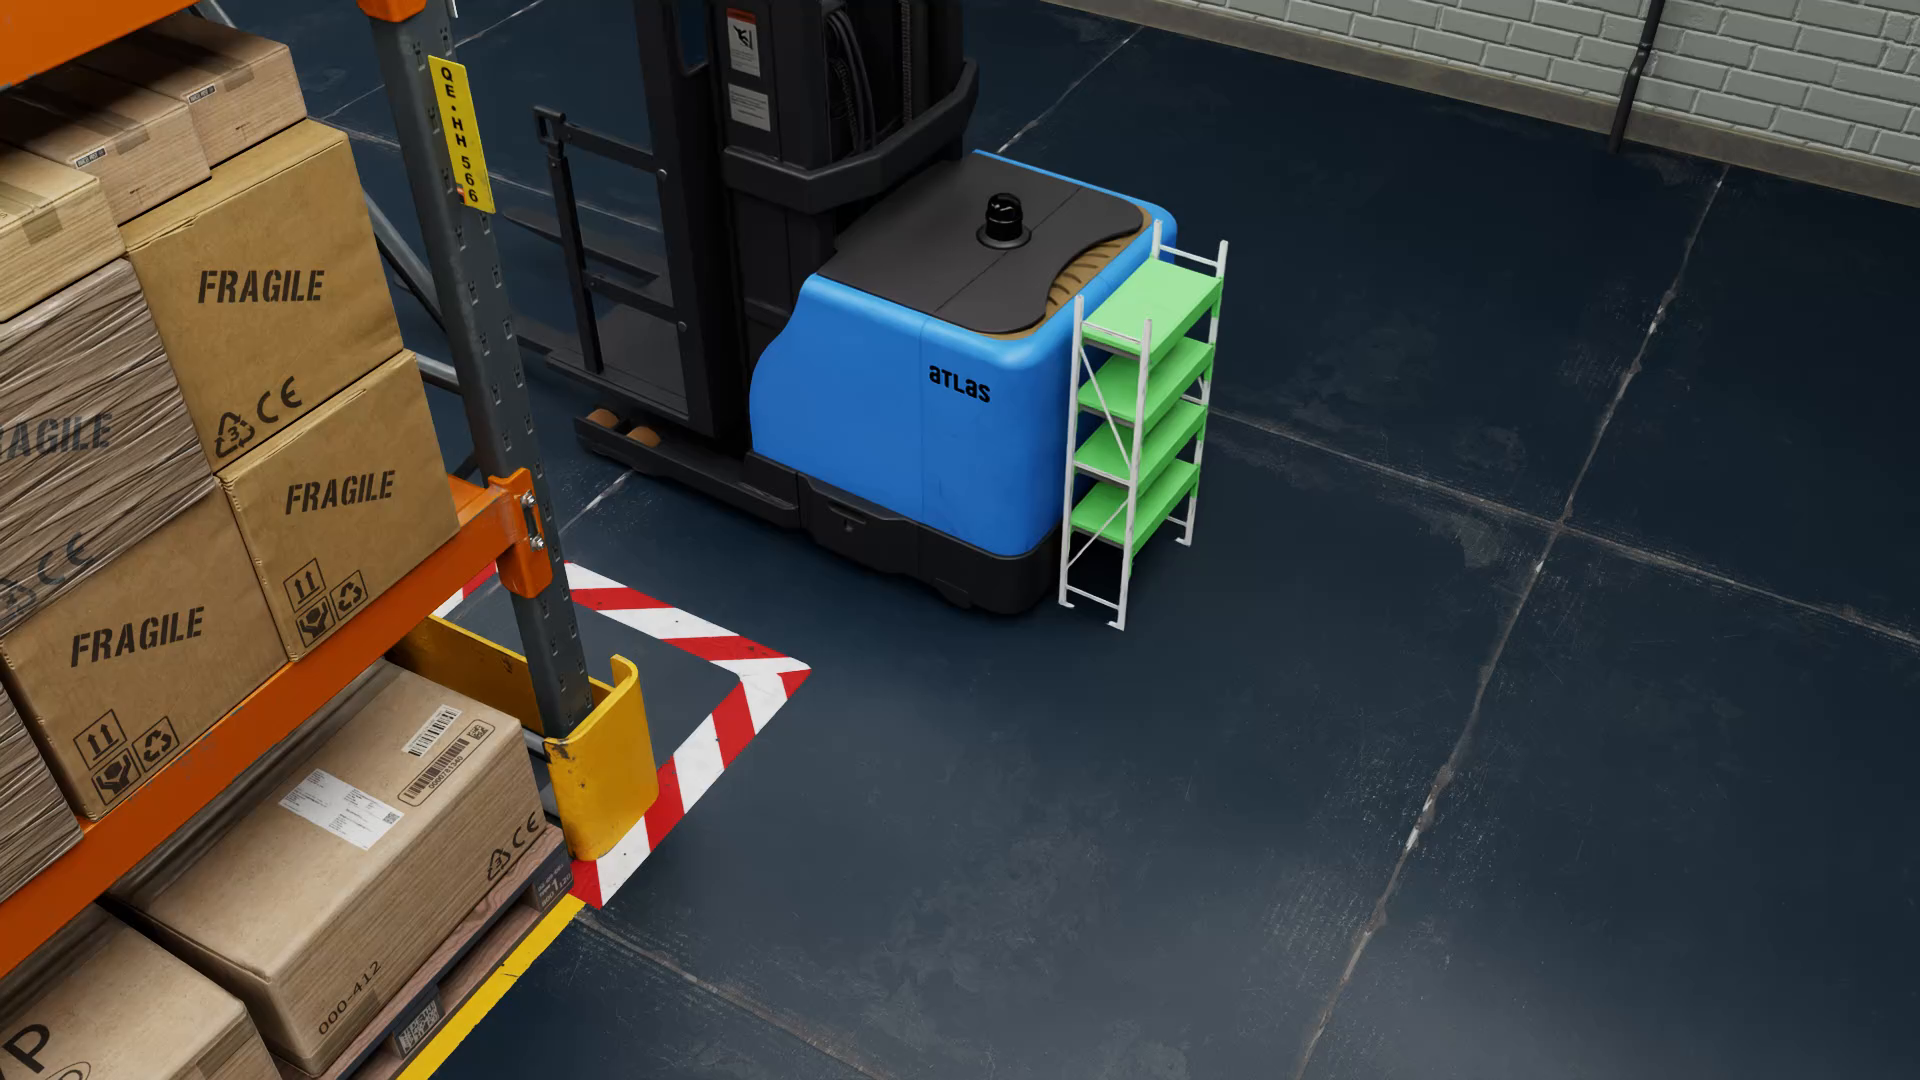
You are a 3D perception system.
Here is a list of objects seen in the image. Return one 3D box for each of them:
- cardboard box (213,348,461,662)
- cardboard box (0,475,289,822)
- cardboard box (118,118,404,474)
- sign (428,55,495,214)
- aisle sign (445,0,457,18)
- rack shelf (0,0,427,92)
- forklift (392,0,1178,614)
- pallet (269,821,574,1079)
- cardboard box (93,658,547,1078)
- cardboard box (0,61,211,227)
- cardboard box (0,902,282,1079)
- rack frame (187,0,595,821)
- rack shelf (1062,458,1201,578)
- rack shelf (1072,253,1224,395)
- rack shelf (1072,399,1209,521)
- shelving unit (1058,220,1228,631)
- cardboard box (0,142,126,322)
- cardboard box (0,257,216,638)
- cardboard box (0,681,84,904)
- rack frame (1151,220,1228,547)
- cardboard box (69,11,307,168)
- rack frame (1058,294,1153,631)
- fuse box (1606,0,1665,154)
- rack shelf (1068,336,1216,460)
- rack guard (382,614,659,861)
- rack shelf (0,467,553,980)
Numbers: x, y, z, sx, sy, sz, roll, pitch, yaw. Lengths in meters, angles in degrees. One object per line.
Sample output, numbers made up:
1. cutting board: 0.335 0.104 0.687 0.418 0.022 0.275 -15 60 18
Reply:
1. cardboard box: -1.479 -0.150 3.575 0.500 0.500 0.500 21 46 22
2. cardboard box: -1.743 0.132 3.255 0.500 0.500 0.500 20 45 21
3. cardboard box: -1.502 -0.534 3.255 0.500 0.500 0.500 22 46 23
4. sign: -1.004 -0.812 3.347 0.100 0.325 0.005 21 45 22
5. aisle sign: -1.162 -1.390 3.092 0.394 0.787 0.004 21 45 22
6. rack shelf: -2.468 -0.187 1.968 1.077 0.370 4.000 21 45 22
7. forklift: -0.802 -1.612 5.363 3.031 2.935 1.130 23 46 24
8. pallet: -1.799 1.054 4.394 1.003 0.211 1.213 21 45 22
9. cardboard box: -1.710 0.739 4.263 0.875 0.438 0.875 19 45 21
10. cardboard box: -1.579 -0.708 2.961 0.380 0.149 0.250 22 46 23
11. cardboard box: -2.161 1.265 3.665 0.875 0.438 0.875 22 46 23
12. rack frame: -1.467 -0.476 4.021 1.000 3.000 0.127 21 45 22
13. rack shelf: 0.562 -0.110 5.427 0.258 0.148 0.480 23 46 24
14. rack shelf: 0.562 -0.650 4.951 0.258 0.148 0.480 23 46 24
15. rack shelf: 0.562 -0.290 5.268 0.258 0.148 0.480 23 46 24
16. shelving unit: 0.562 -0.338 5.226 0.258 1.200 0.503 23 46 24
17. cardboard box: -1.635 -0.532 2.761 0.380 0.149 0.250 20 45 22
18. cardboard box: -1.738 -0.226 2.904 0.500 0.500 0.500 21 46 22
19. cardboard box: -1.992 0.430 2.917 0.500 0.500 0.500 22 46 23
20. rack frame: 0.693 -0.474 5.381 0.240 1.200 0.015 23 46 24
21. cardboard box: -1.473 -0.861 3.135 0.380 0.149 0.250 22 46 23
22. rack frame: 0.432 -0.202 5.071 0.240 1.200 0.015 23 46 24
23. fuse box: 3.080 -2.449 7.236 0.539 1.711 0.414 21 45 22
24. rack shelf: 0.562 -0.470 5.109 0.258 0.148 0.480 23 46 24
25. rack guard: -1.455 0.448 4.863 1.175 0.500 0.348 21 45 22
26. rack shelf: -2.468 0.938 2.959 1.077 0.370 4.000 21 45 22
